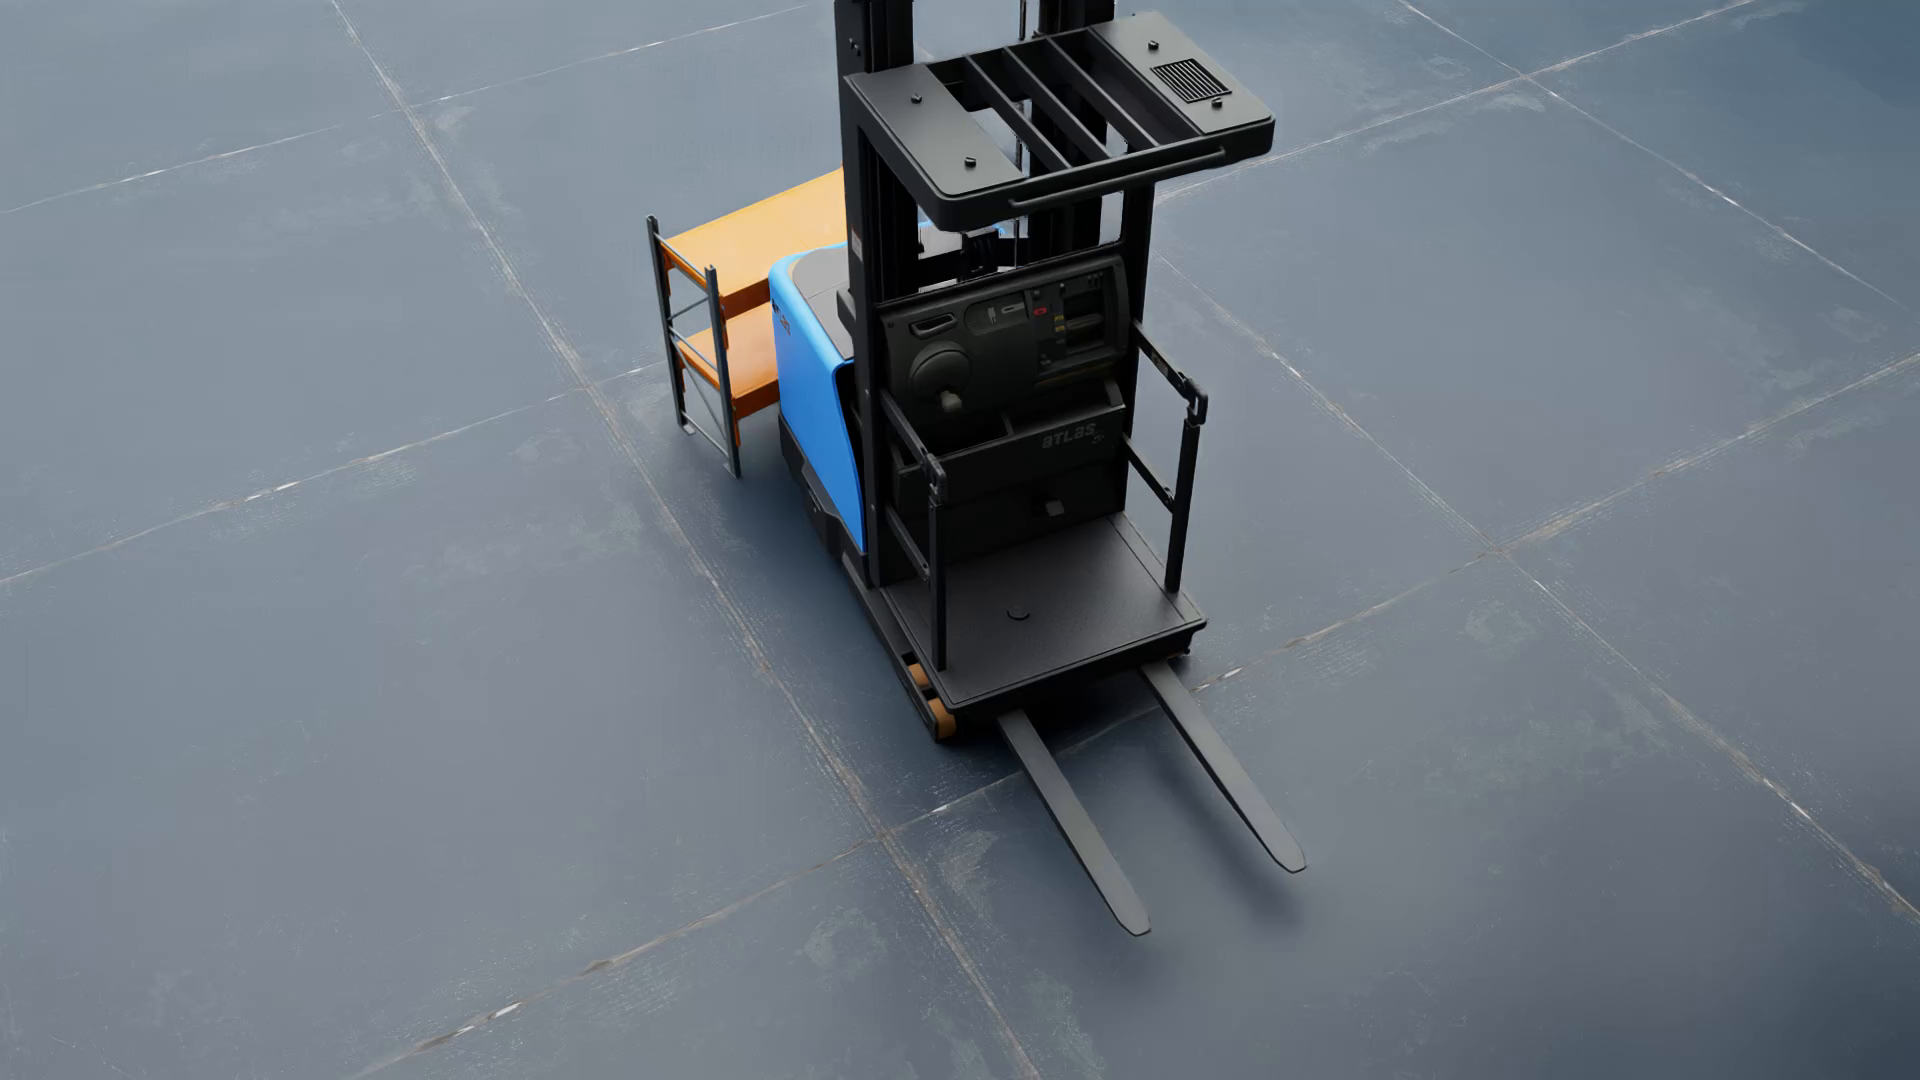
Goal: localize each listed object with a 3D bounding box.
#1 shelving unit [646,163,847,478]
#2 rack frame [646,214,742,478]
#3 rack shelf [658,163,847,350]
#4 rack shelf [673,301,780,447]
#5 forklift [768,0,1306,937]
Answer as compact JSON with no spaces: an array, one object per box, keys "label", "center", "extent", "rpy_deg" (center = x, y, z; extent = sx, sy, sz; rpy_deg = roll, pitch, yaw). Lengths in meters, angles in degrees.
[{"label":"shelving unit","center":[-0.752,-1.042,7.445],"extent":[1.048,1.125,0.538],"rpy_deg":[-29,51,-27]},{"label":"rack frame","center":[-1.150,-0.821,7.218],"extent":[0.032,1.125,0.500],"rpy_deg":[-29,51,-27]},{"label":"rack shelf","center":[-0.752,-1.252,7.242],"extent":[1.000,0.278,0.538],"rpy_deg":[-29,51,-27]},{"label":"rack shelf","center":[-0.752,-0.867,7.616],"extent":[1.000,0.278,0.538],"rpy_deg":[-29,51,-27]},{"label":"forklift","center":[0.263,-0.635,5.729],"extent":[1.130,2.935,3.031],"rpy_deg":[-17,47,-17]}]
